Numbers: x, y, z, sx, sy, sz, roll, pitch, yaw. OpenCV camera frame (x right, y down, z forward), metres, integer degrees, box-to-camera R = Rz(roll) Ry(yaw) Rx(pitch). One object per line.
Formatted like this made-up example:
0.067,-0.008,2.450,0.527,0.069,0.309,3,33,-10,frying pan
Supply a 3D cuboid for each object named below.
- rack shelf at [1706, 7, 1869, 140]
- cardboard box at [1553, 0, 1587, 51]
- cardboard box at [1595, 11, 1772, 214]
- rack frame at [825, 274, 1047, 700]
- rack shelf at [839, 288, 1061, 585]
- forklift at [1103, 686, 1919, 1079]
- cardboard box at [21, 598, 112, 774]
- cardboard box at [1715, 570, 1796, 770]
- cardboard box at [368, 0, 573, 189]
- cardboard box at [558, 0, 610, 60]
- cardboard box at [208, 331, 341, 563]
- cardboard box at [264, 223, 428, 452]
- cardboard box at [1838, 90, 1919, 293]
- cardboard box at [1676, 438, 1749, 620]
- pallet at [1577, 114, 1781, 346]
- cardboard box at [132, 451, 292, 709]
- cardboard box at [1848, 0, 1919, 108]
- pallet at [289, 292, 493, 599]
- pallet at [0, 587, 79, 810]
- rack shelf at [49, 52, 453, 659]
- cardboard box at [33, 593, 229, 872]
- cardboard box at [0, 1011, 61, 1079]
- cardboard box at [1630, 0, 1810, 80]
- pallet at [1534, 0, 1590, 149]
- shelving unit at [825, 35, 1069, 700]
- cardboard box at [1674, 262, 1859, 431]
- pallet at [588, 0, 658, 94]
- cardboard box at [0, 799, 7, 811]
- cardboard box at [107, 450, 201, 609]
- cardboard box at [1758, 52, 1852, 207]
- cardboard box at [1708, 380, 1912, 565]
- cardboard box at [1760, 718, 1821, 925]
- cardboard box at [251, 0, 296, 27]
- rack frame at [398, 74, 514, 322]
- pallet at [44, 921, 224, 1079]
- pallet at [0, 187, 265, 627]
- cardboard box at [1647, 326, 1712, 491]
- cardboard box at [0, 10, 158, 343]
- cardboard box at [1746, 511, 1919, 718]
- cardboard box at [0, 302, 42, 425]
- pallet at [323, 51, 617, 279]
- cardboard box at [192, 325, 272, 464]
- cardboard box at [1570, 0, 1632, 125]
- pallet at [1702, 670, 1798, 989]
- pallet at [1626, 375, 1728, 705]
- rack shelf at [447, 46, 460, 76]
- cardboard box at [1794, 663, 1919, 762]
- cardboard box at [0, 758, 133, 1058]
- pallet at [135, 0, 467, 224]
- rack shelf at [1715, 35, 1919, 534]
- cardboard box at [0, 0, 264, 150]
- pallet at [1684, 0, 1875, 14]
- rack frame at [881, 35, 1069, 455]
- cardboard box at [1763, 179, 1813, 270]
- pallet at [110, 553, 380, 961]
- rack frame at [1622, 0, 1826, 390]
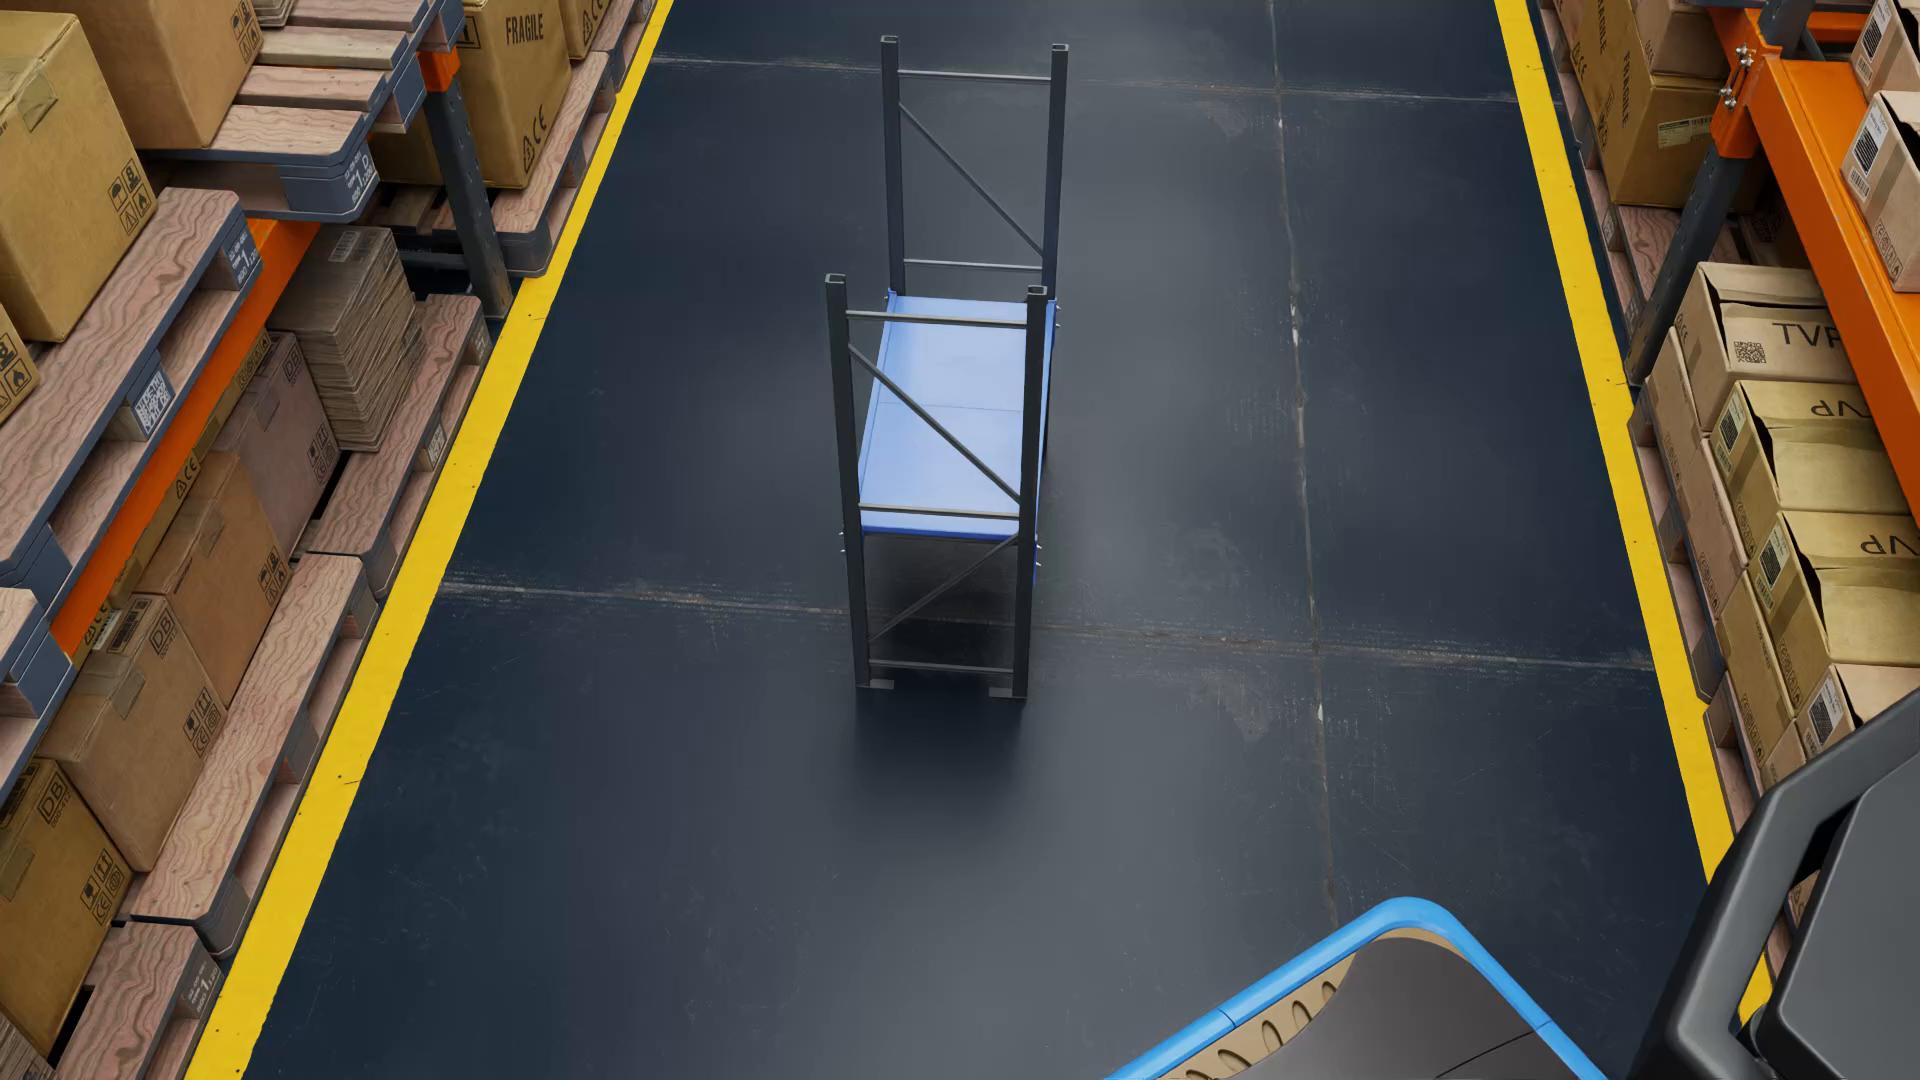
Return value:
2.989,-2.773,6.241,1.077,0.370,4.000,4,48,4,rack shelf
2.748,-2.320,6.735,0.500,0.500,0.500,2,48,2,cardboard box
2.659,-1.554,6.034,0.500,0.500,0.500,6,48,5,cardboard box
-0.054,-0.070,4.298,0.500,1.500,0.032,4,48,4,rack frame
-0.008,-0.322,4.772,0.538,0.185,1.000,4,48,4,rack shelf
1.273,1.507,1.886,1.130,2.935,3.031,-25,52,-21,forklift
-2.360,0.257,3.870,0.500,0.250,0.500,3,48,2,cardboard box
2.381,0.357,4.469,0.500,0.250,0.500,3,48,2,cardboard box
-1.929,-1.824,6.058,0.750,0.750,0.750,3,48,3,cardboard box
-1.842,-2.467,6.646,0.750,0.750,0.750,4,48,3,cardboard box
-2.303,-0.278,4.867,0.700,0.500,0.500,4,48,3,cardboard box
-2.140,-0.648,5.206,0.700,0.500,0.500,4,48,4,cardboard box
2.533,-0.872,4.075,0.500,0.311,0.500,3,48,3,cardboard box
2.422,-0.025,4.819,0.500,0.250,0.500,3,48,2,cardboard box
2.913,-1.151,6.159,1.003,0.211,1.213,4,48,4,pallet
-2.320,0.089,4.531,0.700,0.500,0.500,4,48,3,cardboard box
2.731,-1.251,4.422,0.500,0.311,0.500,7,48,6,cardboard box
-2.199,-0.361,5.437,1.003,0.211,1.213,4,48,4,pallet
-2.276,0.576,2.820,1.003,0.211,1.213,4,48,4,pallet
-2.308,-0.164,3.854,1.077,0.370,4.000,4,48,4,rack shelf
-2.356,0.461,4.191,0.700,0.500,0.500,4,48,4,cardboard box
-2.440,1.216,3.501,0.700,0.500,0.500,5,48,5,cardboard box
2.660,-1.848,5.795,0.500,0.250,0.500,6,48,5,cardboard box
3.027,-2.045,6.977,1.003,0.211,1.213,4,48,4,pallet
-0.008,-0.443,4.639,0.538,1.500,1.048,4,48,4,shelving unit
2.467,-0.584,4.950,0.500,0.311,0.500,5,48,5,cardboard box
-1.866,-2.403,7.305,1.003,0.211,1.213,4,48,4,pallet
-2.404,0.639,3.520,0.500,0.250,0.500,3,48,3,cardboard box
-2.296,-0.109,4.204,0.500,0.250,0.500,4,48,3,cardboard box
3.175,-1.551,6.032,0.500,0.500,0.500,2,48,2,cardboard box
2.428,-0.197,4.596,0.500,0.311,0.500,3,48,3,cardboard box
2.334,0.734,4.124,0.500,0.250,0.500,5,48,4,cardboard box
-2.159,-1.712,4.417,0.700,0.500,0.500,-1,48,-1,cardboard box
-2.126,-1.876,4.933,1.000,3.000,0.127,4,48,4,rack frame
-2.421,1.432,3.797,1.003,0.211,1.213,4,48,4,pallet
-2.266,-0.354,3.671,1.003,0.211,1.213,4,48,4,pallet
2.467,-0.394,5.157,0.500,0.250,0.500,4,48,3,cardboard box
-2.250,-0.795,3.579,0.700,0.500,0.500,4,48,4,cardboard box
2.379,0.178,4.254,0.500,0.311,0.500,3,48,2,cardboard box
-2.323,-0.387,3.205,0.700,0.500,0.500,10,48,9,cardboard box
-1.979,-1.509,6.487,1.003,0.211,1.213,4,48,4,pallet
-2.254,-0.487,4.550,0.500,0.250,0.500,5,48,4,cardboard box
2.706,-1.934,6.382,0.500,0.500,0.500,2,48,2,cardboard box
2.580,0.892,4.291,1.003,0.211,1.213,4,48,4,pallet
2.693,-0.002,5.109,1.003,0.211,1.213,4,48,4,pallet
-1.944,-3.103,6.543,1.077,0.370,4.000,4,48,4,rack shelf
2.333,0.555,3.908,0.500,0.311,0.500,3,48,3,cardboard box
-2.443,0.833,3.851,0.700,0.500,0.500,3,48,3,cardboard box
-2.085,-1.281,4.518,1.213,0.211,1.003,4,48,4,pallet
2.625,0.167,3.552,1.077,0.370,4.000,4,48,4,rack shelf
-2.183,-1.300,4.040,0.700,0.500,0.500,0,48,0,cardboard box
2.799,-1.984,5.162,1.213,0.211,1.003,4,48,4,pallet
0.039,-0.817,4.981,0.500,1.500,0.032,4,48,4,rack frame
3.133,-1.166,5.679,0.500,0.500,0.500,6,48,5,cardboard box
-2.313,0.533,4.619,1.003,0.211,1.213,4,48,4,pallet
2.807,-1.546,4.631,1.000,3.000,0.127,4,48,4,rack frame
